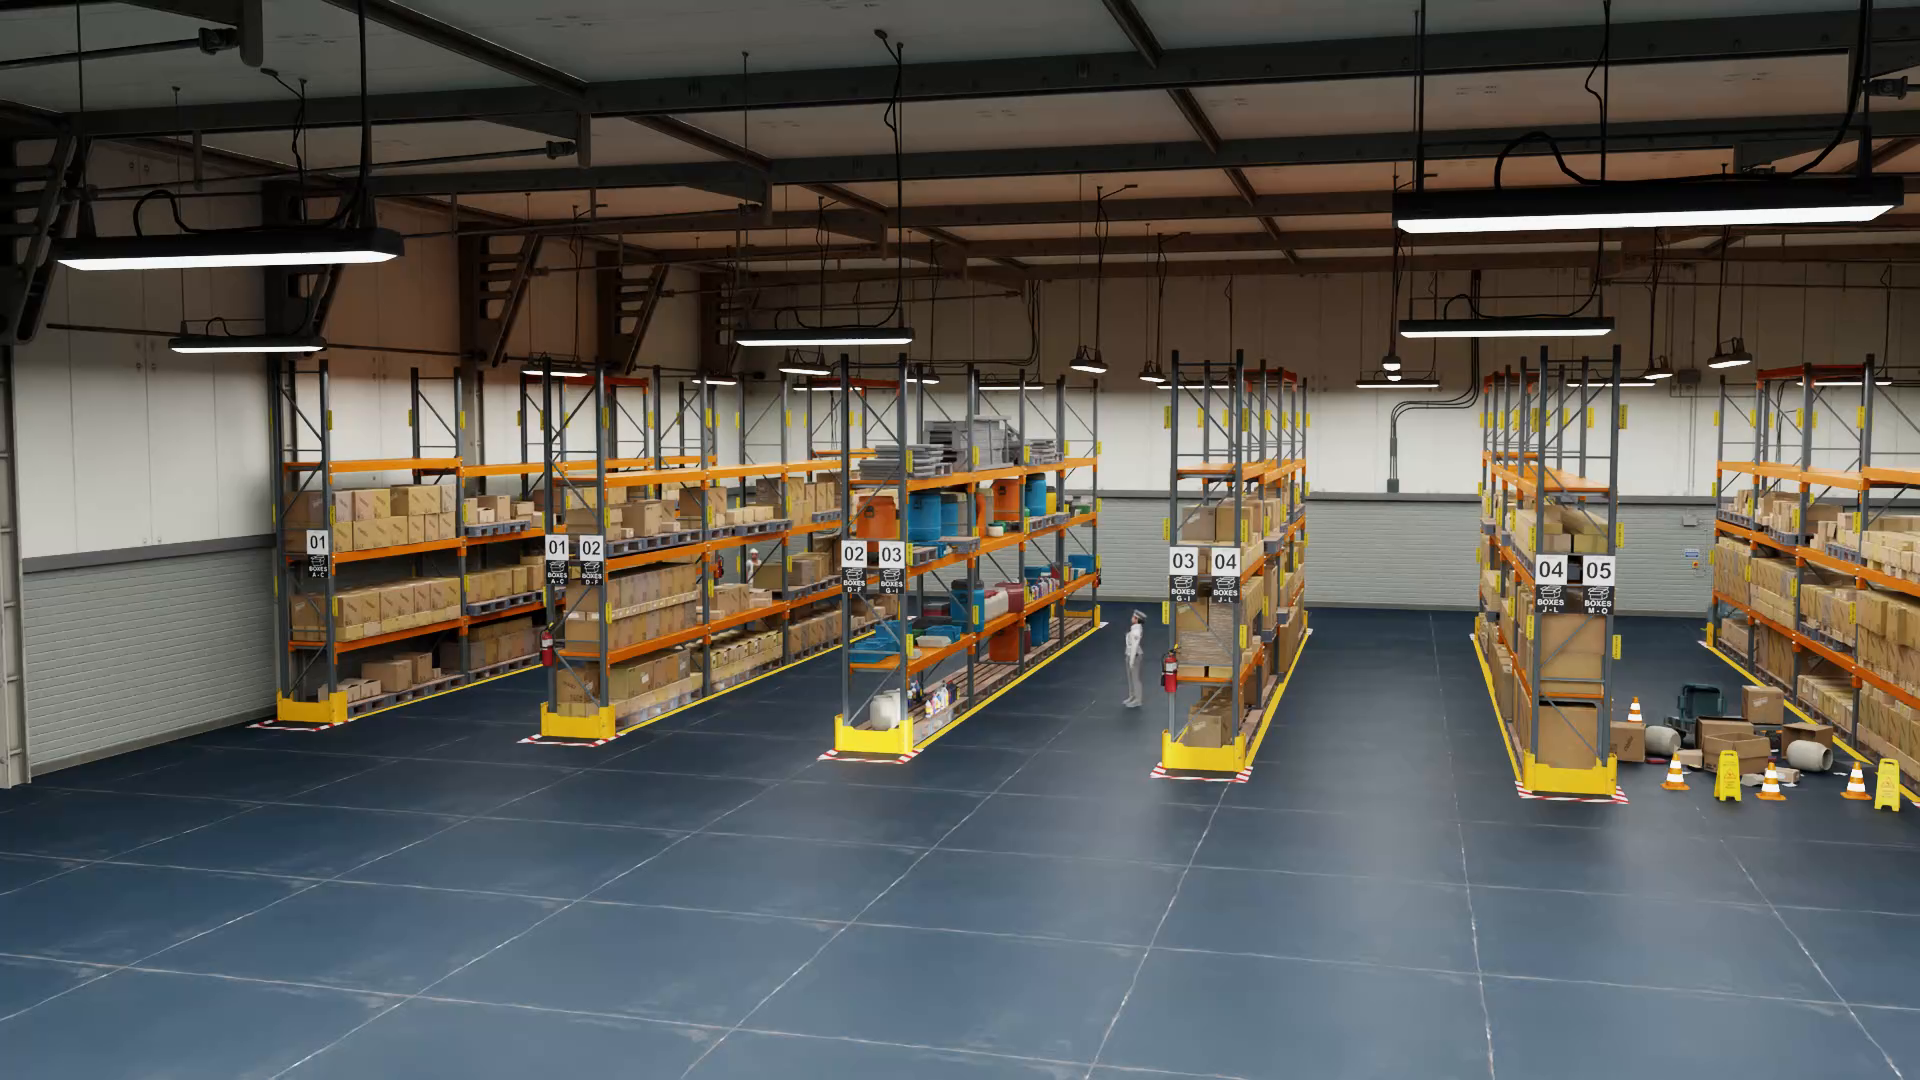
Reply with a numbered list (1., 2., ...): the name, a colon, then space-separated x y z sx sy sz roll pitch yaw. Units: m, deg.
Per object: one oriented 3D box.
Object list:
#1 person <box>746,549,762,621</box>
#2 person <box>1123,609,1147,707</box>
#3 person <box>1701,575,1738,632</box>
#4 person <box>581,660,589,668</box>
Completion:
1. person: -5.107 1.132 41.626 0.424 1.839 0.538 3 5 35
2. person: 3.062 2.056 29.171 0.424 1.700 0.529 -1 4 -9
3. person: 17.923 1.286 39.103 0.867 1.668 0.615 1 4 9
4. person: -7.463 1.839 33.009 0.437 1.591 0.978 1 4 8
